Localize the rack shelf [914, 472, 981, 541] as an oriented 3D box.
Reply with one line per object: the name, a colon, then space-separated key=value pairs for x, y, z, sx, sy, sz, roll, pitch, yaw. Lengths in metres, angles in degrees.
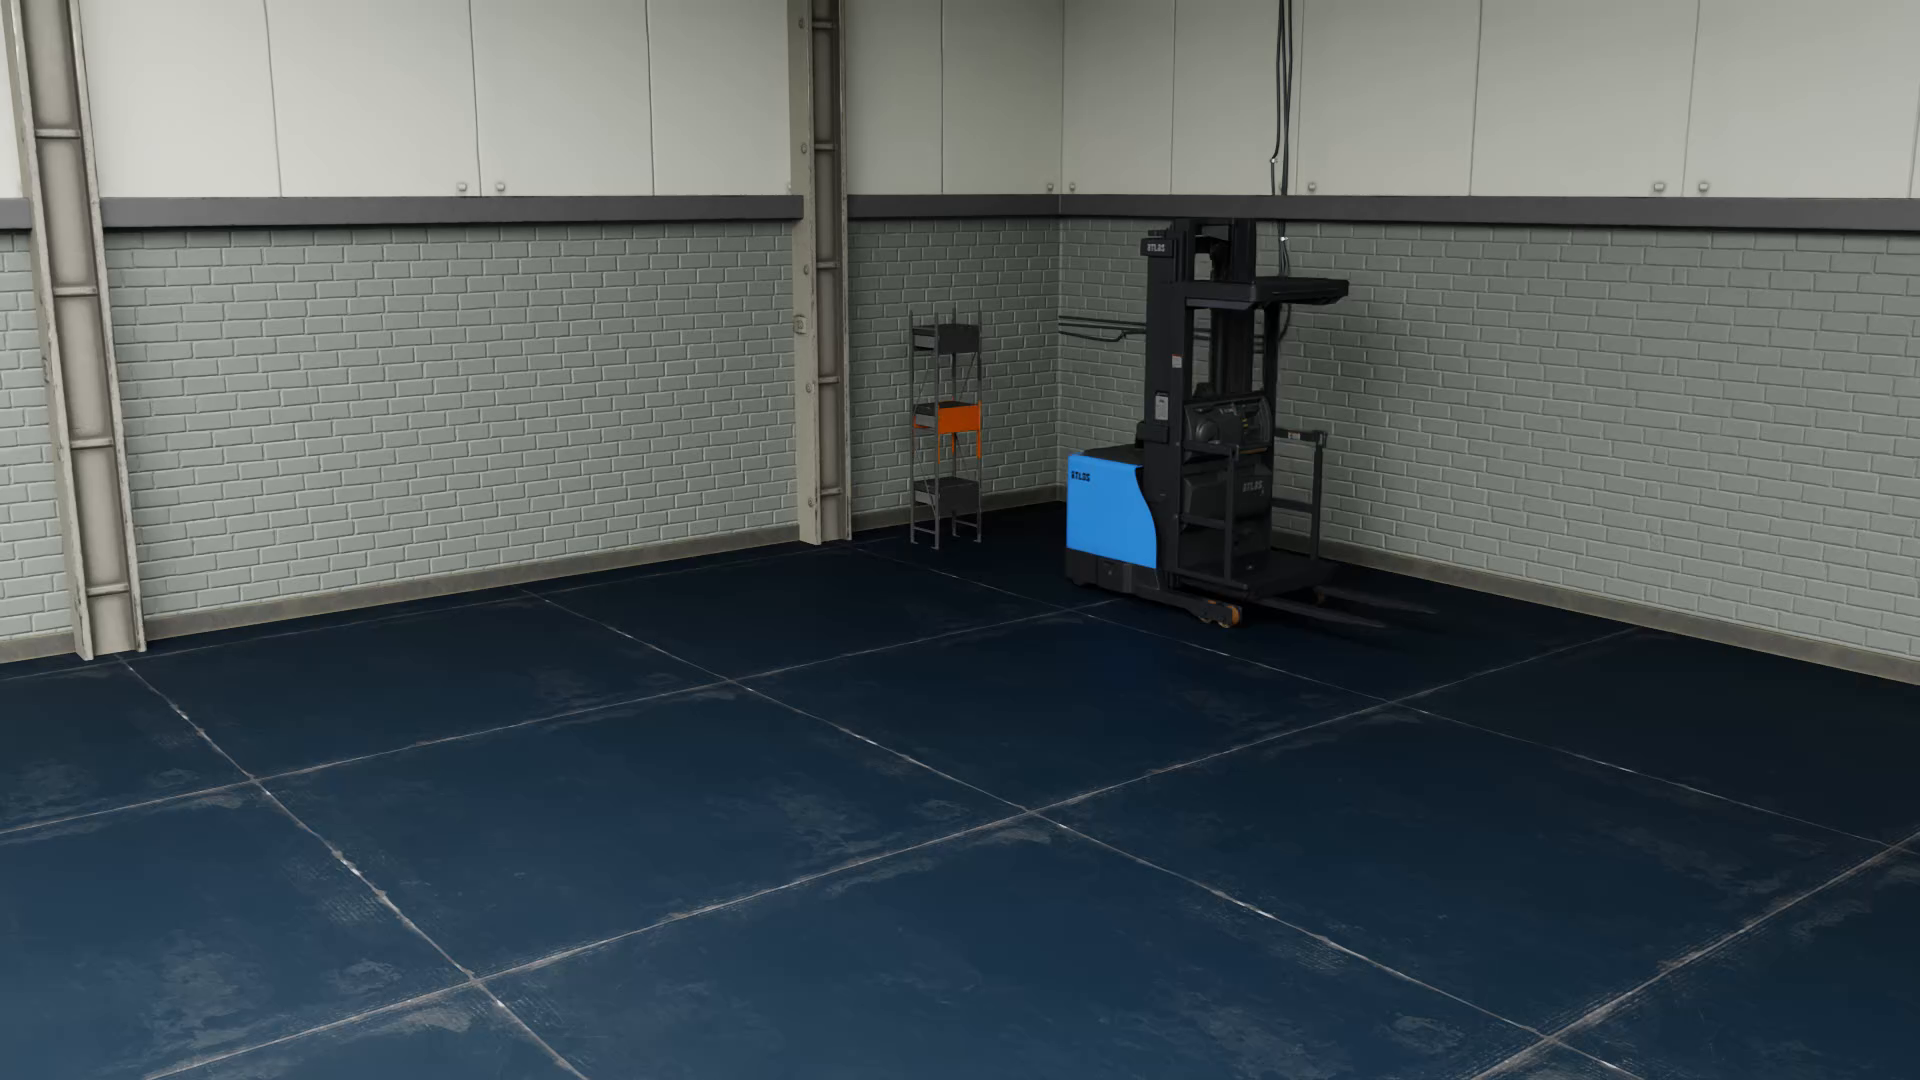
rack shelf: x=-0.129 y=-0.308 z=15.079 sx=0.480 sy=0.518 sz=0.431 roll=-9 pitch=15 yaw=-38

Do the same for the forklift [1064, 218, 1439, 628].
forklift: x=2.175 y=-0.906 z=12.461 sx=1.130 sy=2.935 sz=3.031 roll=-10 pitch=15 yaw=-39

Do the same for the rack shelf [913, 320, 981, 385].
rack shelf: x=-0.129 y=-1.677 z=14.788 sx=0.480 sy=0.518 sz=0.431 roll=-9 pitch=15 yaw=-38

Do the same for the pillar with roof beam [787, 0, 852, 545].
pillar with roof beam: x=1.450 y=-3.708 z=11.050 sx=0.400 sy=9.000 sz=9.100 roll=-9 pitch=15 yaw=-38

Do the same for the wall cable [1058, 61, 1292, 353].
wall cable: x=1.888 y=-3.056 z=15.451 sx=0.112 sy=2.526 sz=3.097 roll=-9 pitch=15 yaw=-38

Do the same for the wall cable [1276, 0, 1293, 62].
wall cable: x=3.578 y=-5.087 z=12.860 sx=0.112 sy=2.526 sz=3.097 roll=-9 pitch=15 yaw=-38

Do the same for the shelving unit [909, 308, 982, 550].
shelving unit: x=-0.129 y=-1.006 z=14.931 sx=0.503 sy=2.100 sz=0.431 roll=-9 pitch=15 yaw=-38

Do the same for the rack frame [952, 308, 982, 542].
rack frame: x=0.061 y=-1.037 z=15.080 sx=0.015 sy=2.100 sz=0.400 roll=-9 pitch=15 yaw=-38

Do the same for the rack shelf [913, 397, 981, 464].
rack shelf: x=-0.129 y=-0.992 z=14.934 sx=0.480 sy=0.518 sz=0.431 roll=-9 pitch=15 yaw=-38

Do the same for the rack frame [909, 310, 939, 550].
rack frame: x=-0.320 y=-0.974 z=14.782 sx=0.015 sy=2.100 sz=0.400 roll=-9 pitch=15 yaw=-38

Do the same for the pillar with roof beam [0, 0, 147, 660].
pillar with roof beam: x=-3.235 y=-2.930 z=7.383 sx=0.400 sy=9.000 sz=9.100 roll=-9 pitch=15 yaw=-38
